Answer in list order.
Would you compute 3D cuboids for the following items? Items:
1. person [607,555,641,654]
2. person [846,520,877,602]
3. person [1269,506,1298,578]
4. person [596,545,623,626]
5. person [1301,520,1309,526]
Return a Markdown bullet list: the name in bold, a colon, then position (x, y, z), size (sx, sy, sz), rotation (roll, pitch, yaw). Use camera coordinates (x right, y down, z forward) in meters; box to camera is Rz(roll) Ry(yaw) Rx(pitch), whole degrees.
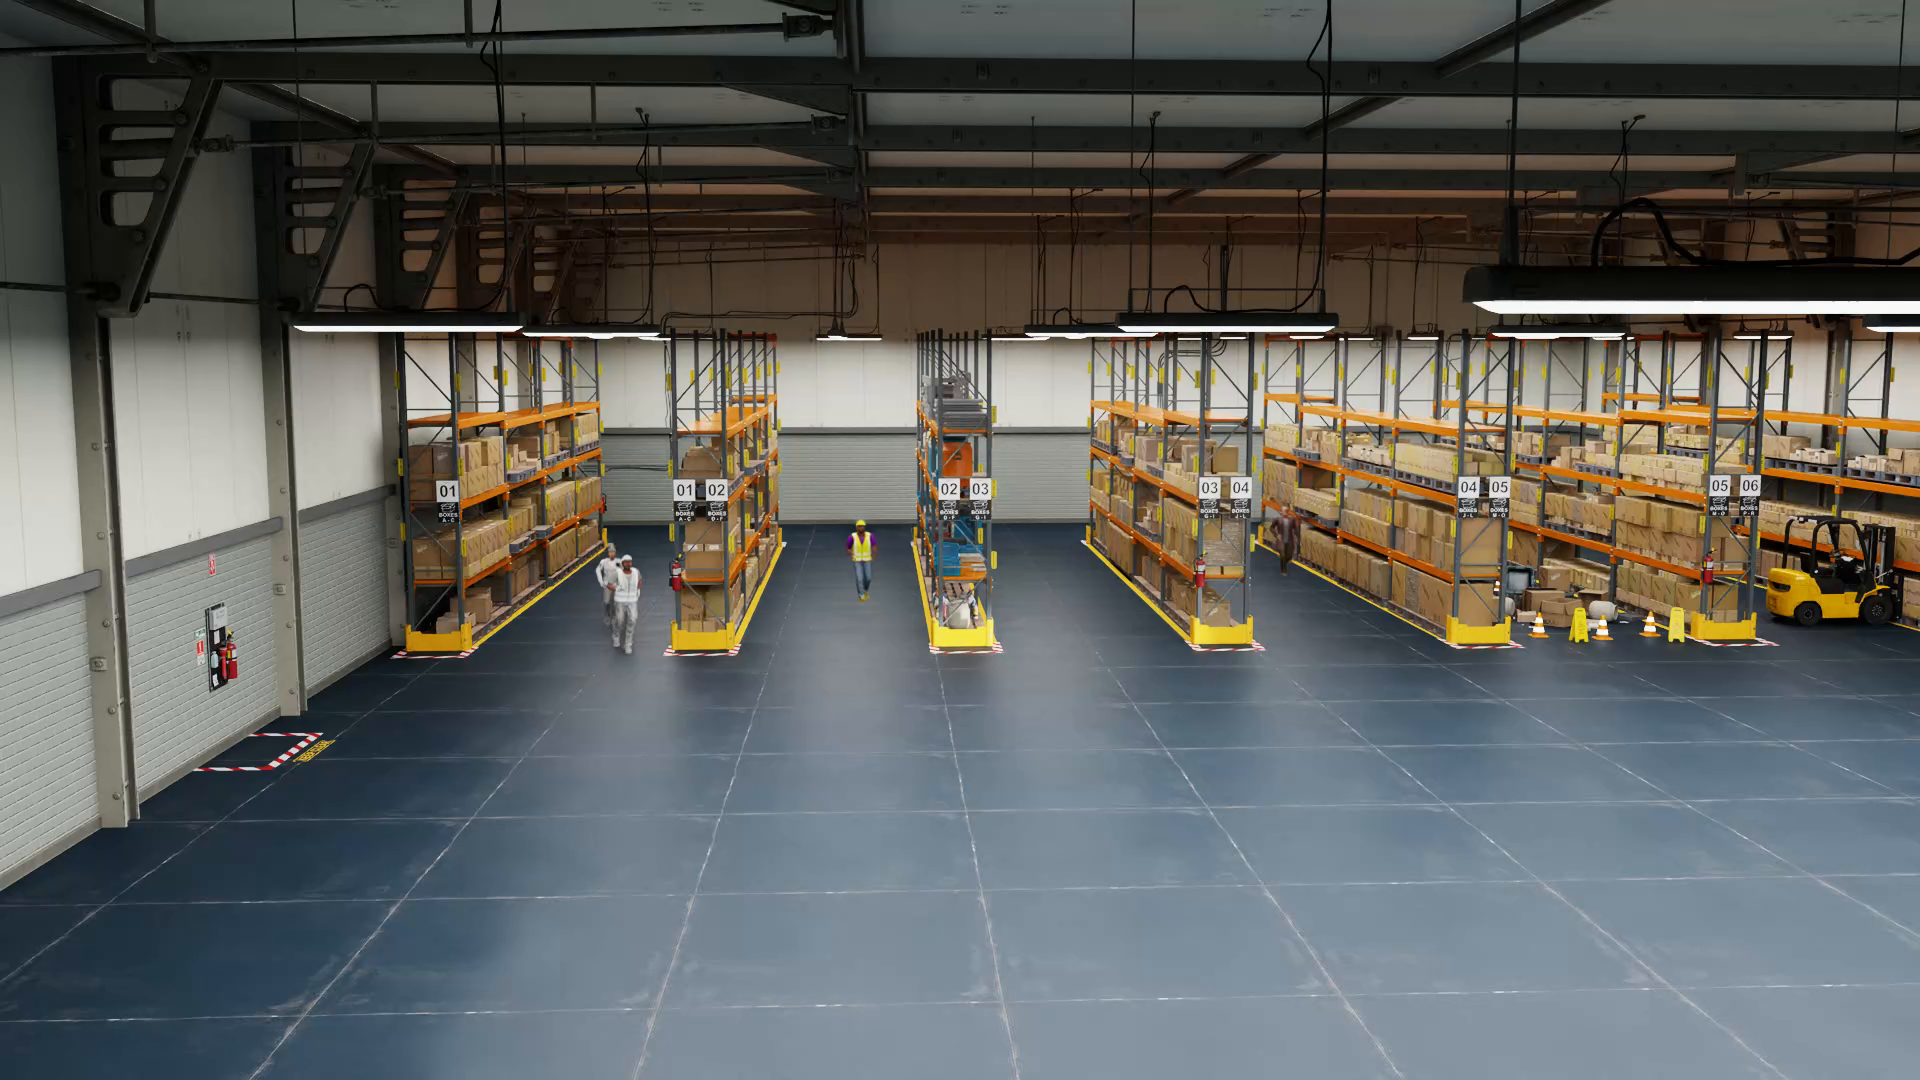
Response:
- **person**: position (-6.251, 1.181, 31.076), size (0.702, 1.827, 0.833), rotation (-3, 7, -25)
- **person**: position (-2.056, 0.455, 34.999), size (0.674, 1.754, 0.536), rotation (-1, 7, -9)
- **person**: position (7.993, 0.036, 41.067), size (0.712, 1.739, 0.653), rotation (0, 7, -3)
- **person**: position (-7.022, 0.924, 33.634), size (0.667, 1.666, 0.532), rotation (-1, 7, -8)
- **person**: position (10.089, -0.936, 49.125), size (0.721, 1.770, 0.625), rotation (0, 7, 1)
